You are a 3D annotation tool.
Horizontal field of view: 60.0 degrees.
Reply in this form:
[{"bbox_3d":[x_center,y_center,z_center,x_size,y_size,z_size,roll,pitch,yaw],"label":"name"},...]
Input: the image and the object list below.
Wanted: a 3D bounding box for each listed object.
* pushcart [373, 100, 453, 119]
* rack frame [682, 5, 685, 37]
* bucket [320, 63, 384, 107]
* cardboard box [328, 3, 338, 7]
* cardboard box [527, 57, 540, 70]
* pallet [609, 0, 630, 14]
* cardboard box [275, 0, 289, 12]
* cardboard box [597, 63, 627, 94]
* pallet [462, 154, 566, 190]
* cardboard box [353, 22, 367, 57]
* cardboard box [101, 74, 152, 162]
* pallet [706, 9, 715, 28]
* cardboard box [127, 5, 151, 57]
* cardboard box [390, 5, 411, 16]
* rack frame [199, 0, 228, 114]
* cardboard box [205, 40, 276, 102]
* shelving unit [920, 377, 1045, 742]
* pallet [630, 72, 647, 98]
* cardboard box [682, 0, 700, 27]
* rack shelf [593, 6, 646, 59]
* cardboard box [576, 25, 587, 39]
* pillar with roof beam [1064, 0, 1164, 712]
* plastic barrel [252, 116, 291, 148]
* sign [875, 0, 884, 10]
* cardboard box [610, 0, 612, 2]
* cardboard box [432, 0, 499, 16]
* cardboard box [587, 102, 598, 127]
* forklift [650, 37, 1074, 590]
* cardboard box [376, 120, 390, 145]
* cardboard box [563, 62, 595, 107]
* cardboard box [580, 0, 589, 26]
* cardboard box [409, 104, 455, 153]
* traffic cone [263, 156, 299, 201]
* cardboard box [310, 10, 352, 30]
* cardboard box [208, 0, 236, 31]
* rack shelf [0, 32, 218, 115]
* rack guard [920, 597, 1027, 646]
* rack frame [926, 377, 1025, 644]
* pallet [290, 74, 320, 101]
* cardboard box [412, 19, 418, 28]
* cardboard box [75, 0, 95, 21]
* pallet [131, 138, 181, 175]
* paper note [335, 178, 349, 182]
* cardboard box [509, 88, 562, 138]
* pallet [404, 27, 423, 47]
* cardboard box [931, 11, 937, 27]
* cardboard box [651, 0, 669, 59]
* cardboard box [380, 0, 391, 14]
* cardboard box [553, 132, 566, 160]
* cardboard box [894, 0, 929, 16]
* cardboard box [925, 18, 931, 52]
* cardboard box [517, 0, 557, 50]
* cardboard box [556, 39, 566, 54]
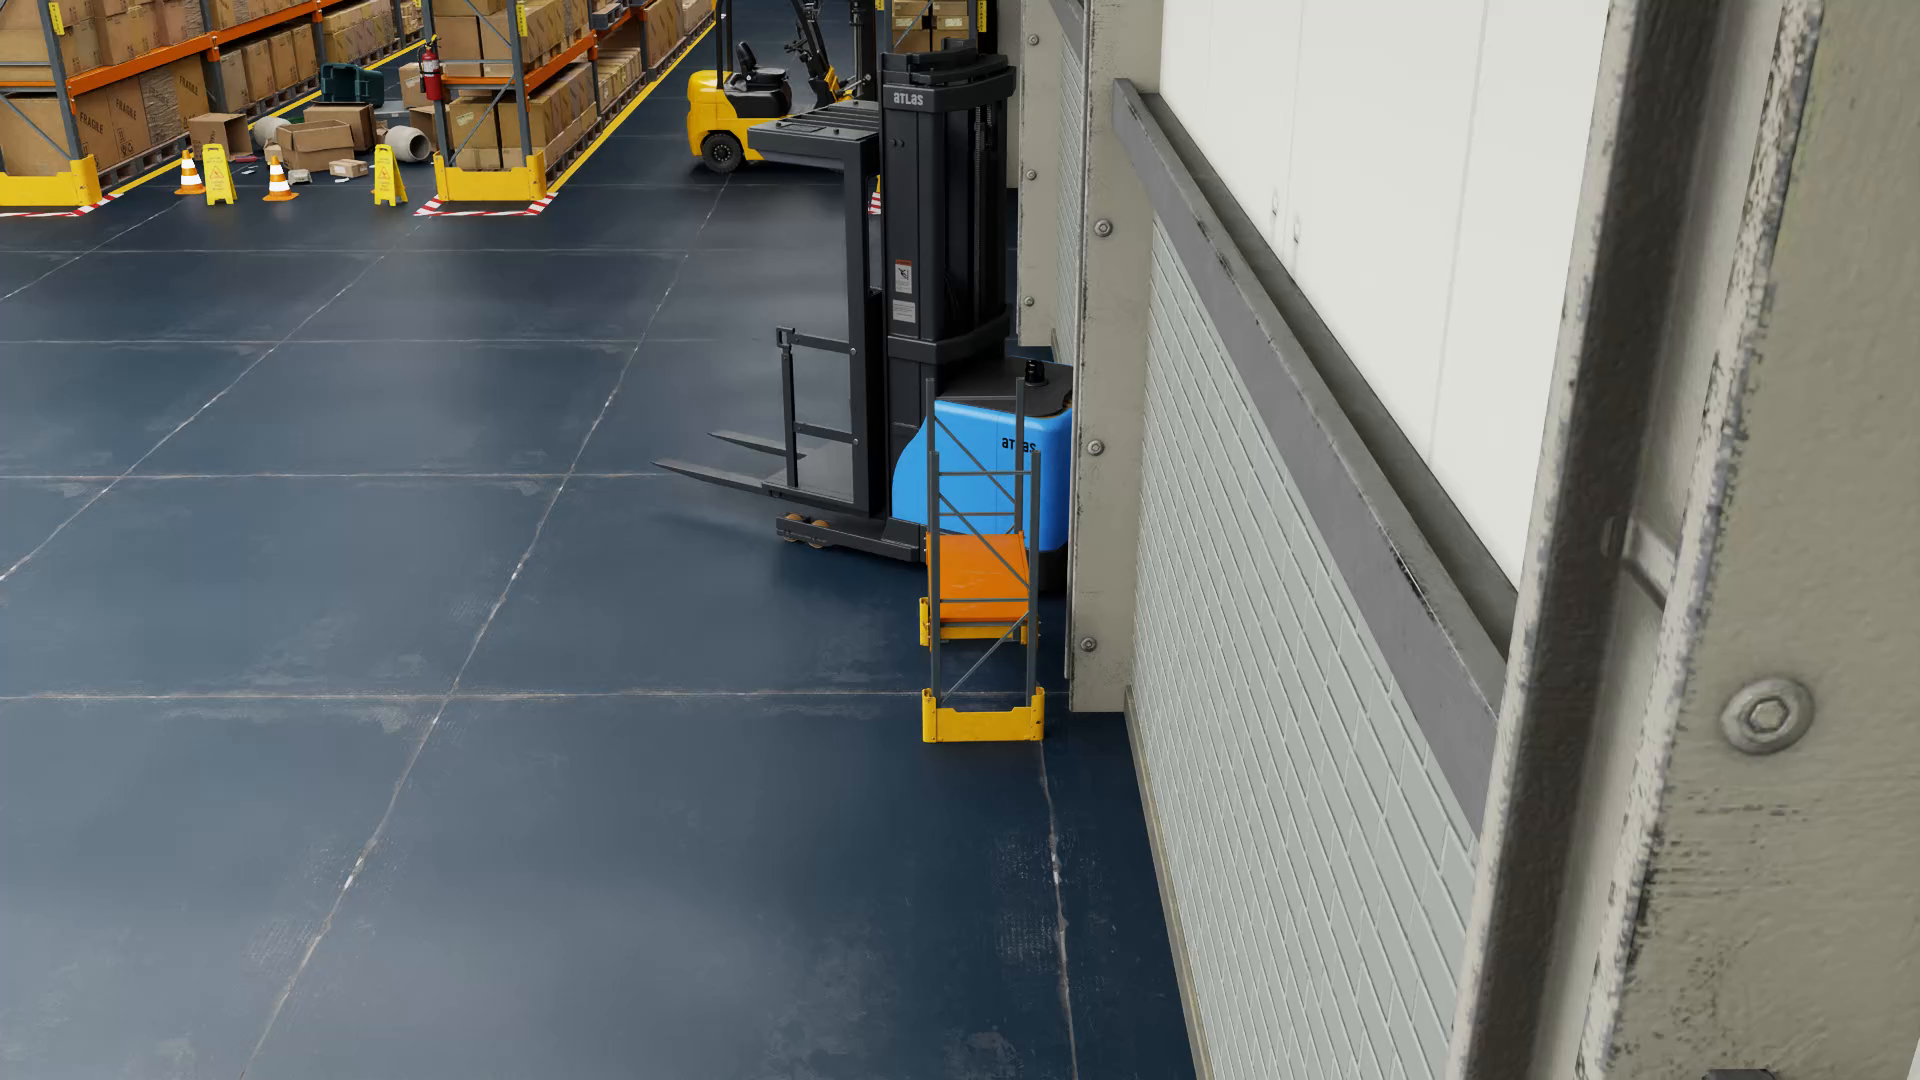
[{"bbox_3d":[-7.607,-5.640,22.263,1.648,0.377,0.936,-9,26,-19],"label":"pushcart"},{"bbox_3d":[-5.415,-10.162,29.079,1.000,3.000,0.127,0,24,-1],"label":"rack frame"},{"bbox_3d":[-7.970,-5.957,21.910,0.726,0.611,0.620,8,16,18],"label":"bucket"},{"bbox_3d":[-10.610,-8.757,27.587,0.500,0.250,0.500,1,24,1],"label":"cardboard box"},{"bbox_3d":[-5.020,-5.458,18.982,0.380,0.149,0.250,-1,24,-2],"label":"cardboard box"},{"bbox_3d":[-5.309,-7.611,23.672,1.003,0.211,1.213,0,24,-1],"label":"pallet"},{"bbox_3d":[-10.037,-7.900,23.956,0.500,0.500,0.500,-1,24,-1],"label":"cardboard box"},{"bbox_3d":[-5.357,-6.659,24.012,0.950,0.372,0.625,1,24,1],"label":"cardboard box"},{"bbox_3d":[-5.259,-4.313,19.531,1.003,0.211,1.213,0,24,-1],"label":"pallet"},{"bbox_3d":[-10.092,-8.214,27.295,0.500,0.500,0.500,-1,24,-2],"label":"cardboard box"},{"bbox_3d":[-10.318,-5.019,19.775,0.875,0.875,0.875,-1,24,-1],"label":"cardboard box"},{"bbox_3d":[-5.372,-10.211,32.571,1.003,0.211,1.213,0,24,-1],"label":"pallet"},{"bbox_3d":[-10.238,-6.051,19.807,0.875,0.550,0.500,0,24,-1],"label":"cardboard box"},{"bbox_3d":[-10.104,-9.519,29.884,0.380,0.149,0.250,1,24,2],"label":"cardboard box"},{"bbox_3d":[-10.276,-6.802,21.649,1.000,3.000,0.127,0,24,-1],"label":"rack frame"},{"bbox_3d":[-10.380,-6.621,23.470,1.050,0.750,0.750,0,24,-1],"label":"cardboard box"},{"bbox_3d":[0.096,0.073,8.268,0.587,1.500,1.083,-1,24,-2],"label":"shelving unit"},{"bbox_3d":[-5.364,-6.922,25.298,1.003,0.211,1.213,0,24,-1],"label":"pallet"},{"bbox_3d":[-5.325,-9.814,30.910,0.875,0.438,0.875,-1,24,-2],"label":"cardboard box"},{"bbox_3d":[-5.350,-7.362,23.761,1.077,0.370,4.000,0,24,-1],"label":"rack shelf"},{"bbox_3d":[-5.010,-6.518,21.326,0.380,0.149,0.250,0,24,1],"label":"cardboard box"},{"bbox_3d":[-3.601,-3.302,6.630,9.100,9.000,0.400,0,24,-1],"label":"pillar with roof beam"},{"bbox_3d":[-8.730,-5.168,21.162,0.512,0.421,0.421,19,30,35],"label":"plastic barrel"},{"bbox_3d":[-0.864,-5.880,17.919,0.100,0.325,0.005,0,24,-1],"label":"sign"},{"bbox_3d":[-5.053,-7.599,23.208,0.380,0.149,0.250,0,24,0],"label":"cardboard box"},{"bbox_3d":[-5.508,-6.064,18.322,0.700,0.500,0.500,-1,24,-2],"label":"cardboard box"},{"bbox_3d":[-5.053,-5.562,21.735,0.500,0.250,0.500,1,24,2],"label":"cardboard box"},{"bbox_3d":[-0.543,-1.461,9.924,3.031,2.935,1.130,13,27,26],"label":"forklift"},{"bbox_3d":[-7.465,-5.275,21.591,0.258,0.266,0.396,-19,31,-36],"label":"cardboard box"},{"bbox_3d":[-5.053,-5.903,21.580,0.500,0.500,0.500,-1,24,-1],"label":"cardboard box"},{"bbox_3d":[-5.074,-6.865,21.306,0.500,0.500,0.500,-1,24,-2],"label":"cardboard box"},{"bbox_3d":[-6.677,-5.280,21.316,0.500,0.500,0.500,19,30,35],"label":"cardboard box"},{"bbox_3d":[-7.685,-4.088,18.727,0.336,0.463,0.334,0,24,-1],"label":"traffic cone"},{"bbox_3d":[-10.091,-8.339,26.661,0.500,0.250,0.500,-1,24,-1],"label":"cardboard box"},{"bbox_3d":[-10.013,-7.065,22.111,0.500,0.500,0.500,0,24,0],"label":"cardboard box"},{"bbox_3d":[-10.255,-5.650,19.976,1.077,0.370,4.000,0,24,-1],"label":"rack shelf"},{"bbox_3d":[0.078,0.437,8.979,0.587,0.250,0.087,-1,24,-2],"label":"rack guard"},{"bbox_3d":[0.078,-0.133,8.723,0.500,1.500,0.032,-1,24,-2],"label":"rack frame"},{"bbox_3d":[-10.387,-6.854,25.149,1.003,0.211,1.213,0,24,-1],"label":"pallet"},{"bbox_3d":[-10.157,-9.459,30.473,0.380,0.149,0.250,-1,24,-2],"label":"cardboard box"},{"bbox_3d":[-10.296,-6.093,18.590,0.875,0.550,0.550,0,24,-1],"label":"cardboard box"},{"bbox_3d":[-10.330,-4.714,20.416,1.003,0.211,1.213,0,24,-1],"label":"pallet"},{"bbox_3d":[-7.285,-4.245,19.600,0.148,0.019,0.142,-9,26,-19],"label":"paper note"},{"bbox_3d":[-5.027,-5.057,19.708,0.500,0.500,0.500,-1,24,-3],"label":"cardboard box"},{"bbox_3d":[-10.406,-9.105,30.124,1.003,0.211,1.213,0,24,-1],"label":"pallet"},{"bbox_3d":[-0.132,-5.825,18.581,0.380,0.149,0.250,0,24,-1],"label":"cardboard box"},{"bbox_3d":[-5.301,-8.390,27.229,0.875,0.875,0.875,0,24,0],"label":"cardboard box"},{"bbox_3d":[-10.103,-9.187,28.536,0.500,0.250,0.500,-1,24,-2],"label":"cardboard box"},{"bbox_3d":[-5.015,-4.700,19.829,0.500,0.250,0.500,1,24,1],"label":"cardboard box"},{"bbox_3d":[-0.536,-5.865,18.308,0.380,0.149,0.250,0,24,0],"label":"cardboard box"},{"bbox_3d":[-0.585,-5.702,19.097,0.500,0.500,0.500,0,24,1],"label":"cardboard box"},{"bbox_3d":[-5.028,-6.019,19.435,0.500,0.500,0.500,-1,24,-2],"label":"cardboard box"},{"bbox_3d":[-4.993,-5.990,20.160,0.380,0.149,0.250,0,24,0],"label":"cardboard box"}]
